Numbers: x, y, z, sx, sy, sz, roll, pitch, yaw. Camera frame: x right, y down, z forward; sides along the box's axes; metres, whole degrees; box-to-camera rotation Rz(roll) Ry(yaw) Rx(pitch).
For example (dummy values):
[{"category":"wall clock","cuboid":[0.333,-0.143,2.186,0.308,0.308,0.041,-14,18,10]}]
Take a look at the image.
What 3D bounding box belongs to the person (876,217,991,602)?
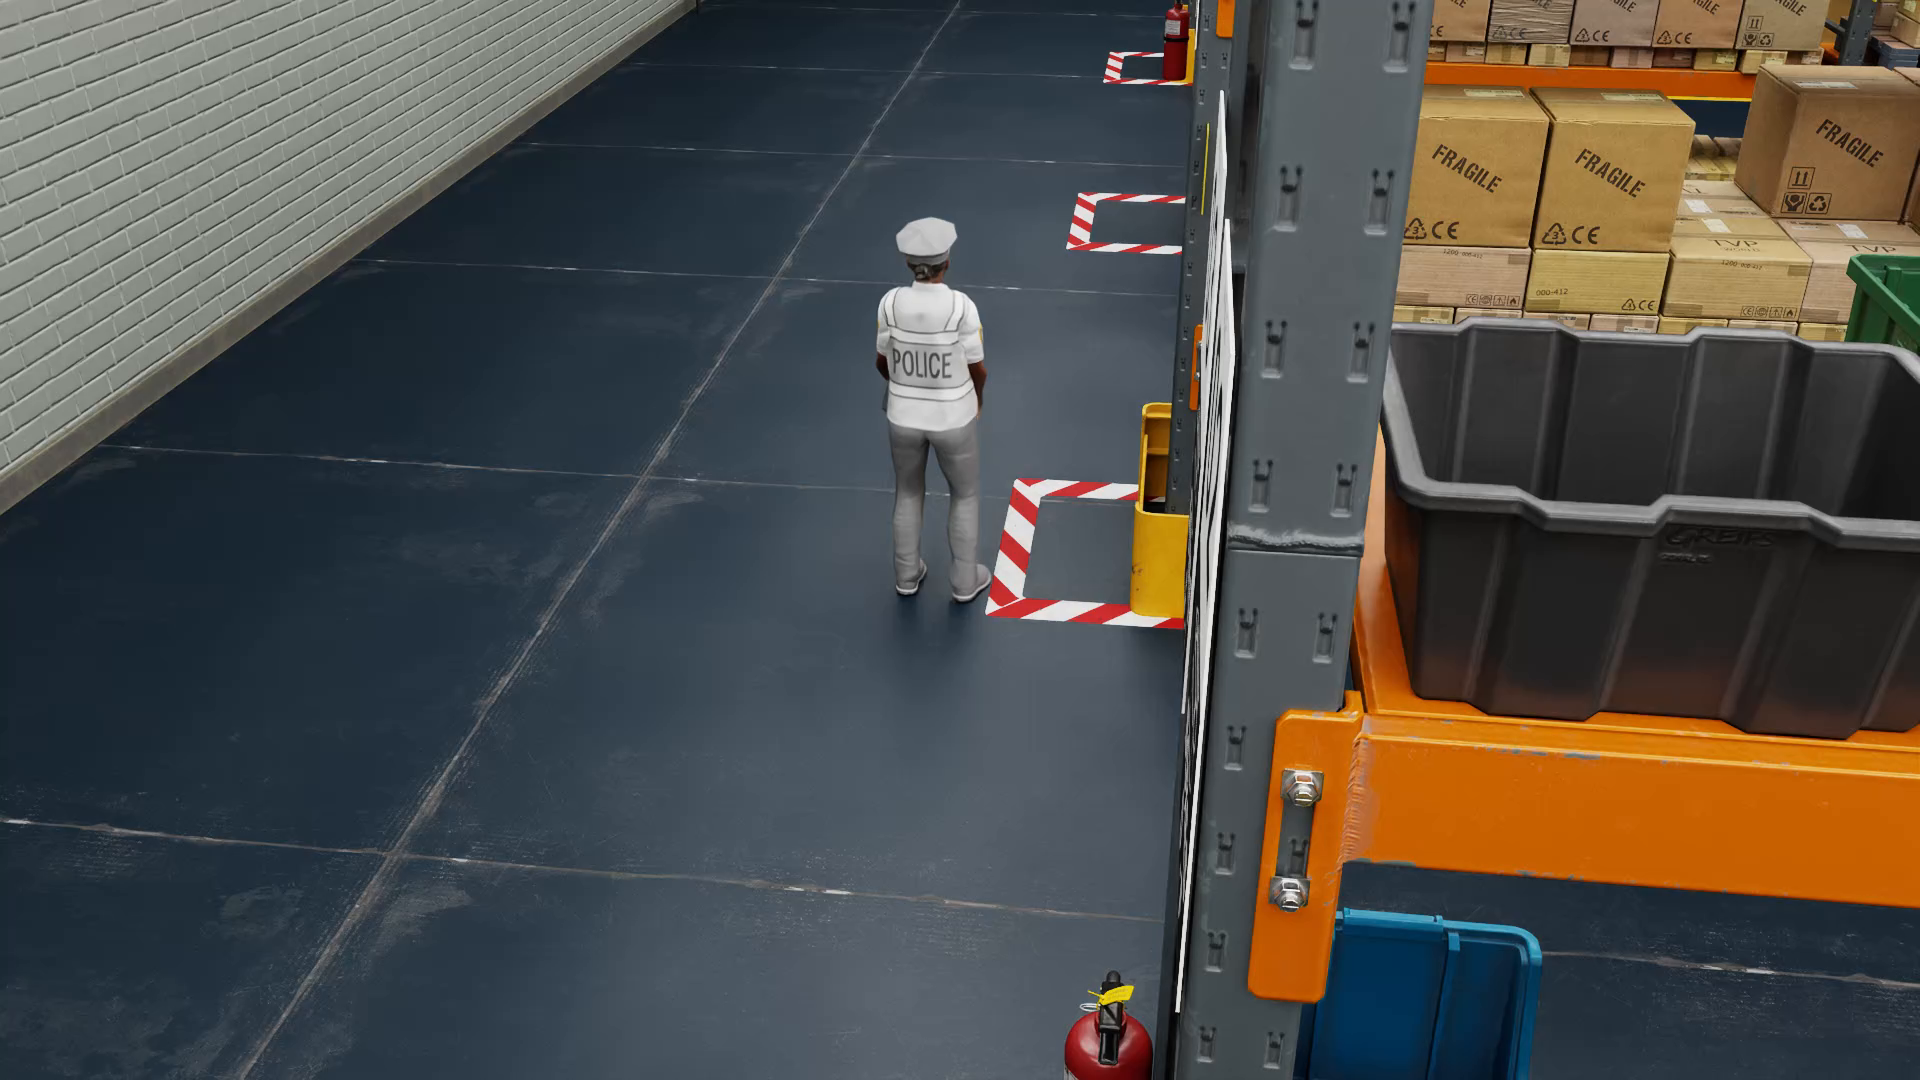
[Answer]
[{"category":"person","cuboid":[-0.110,-0.537,7.085,0.479,1.684,0.429,6,29,12]}]
